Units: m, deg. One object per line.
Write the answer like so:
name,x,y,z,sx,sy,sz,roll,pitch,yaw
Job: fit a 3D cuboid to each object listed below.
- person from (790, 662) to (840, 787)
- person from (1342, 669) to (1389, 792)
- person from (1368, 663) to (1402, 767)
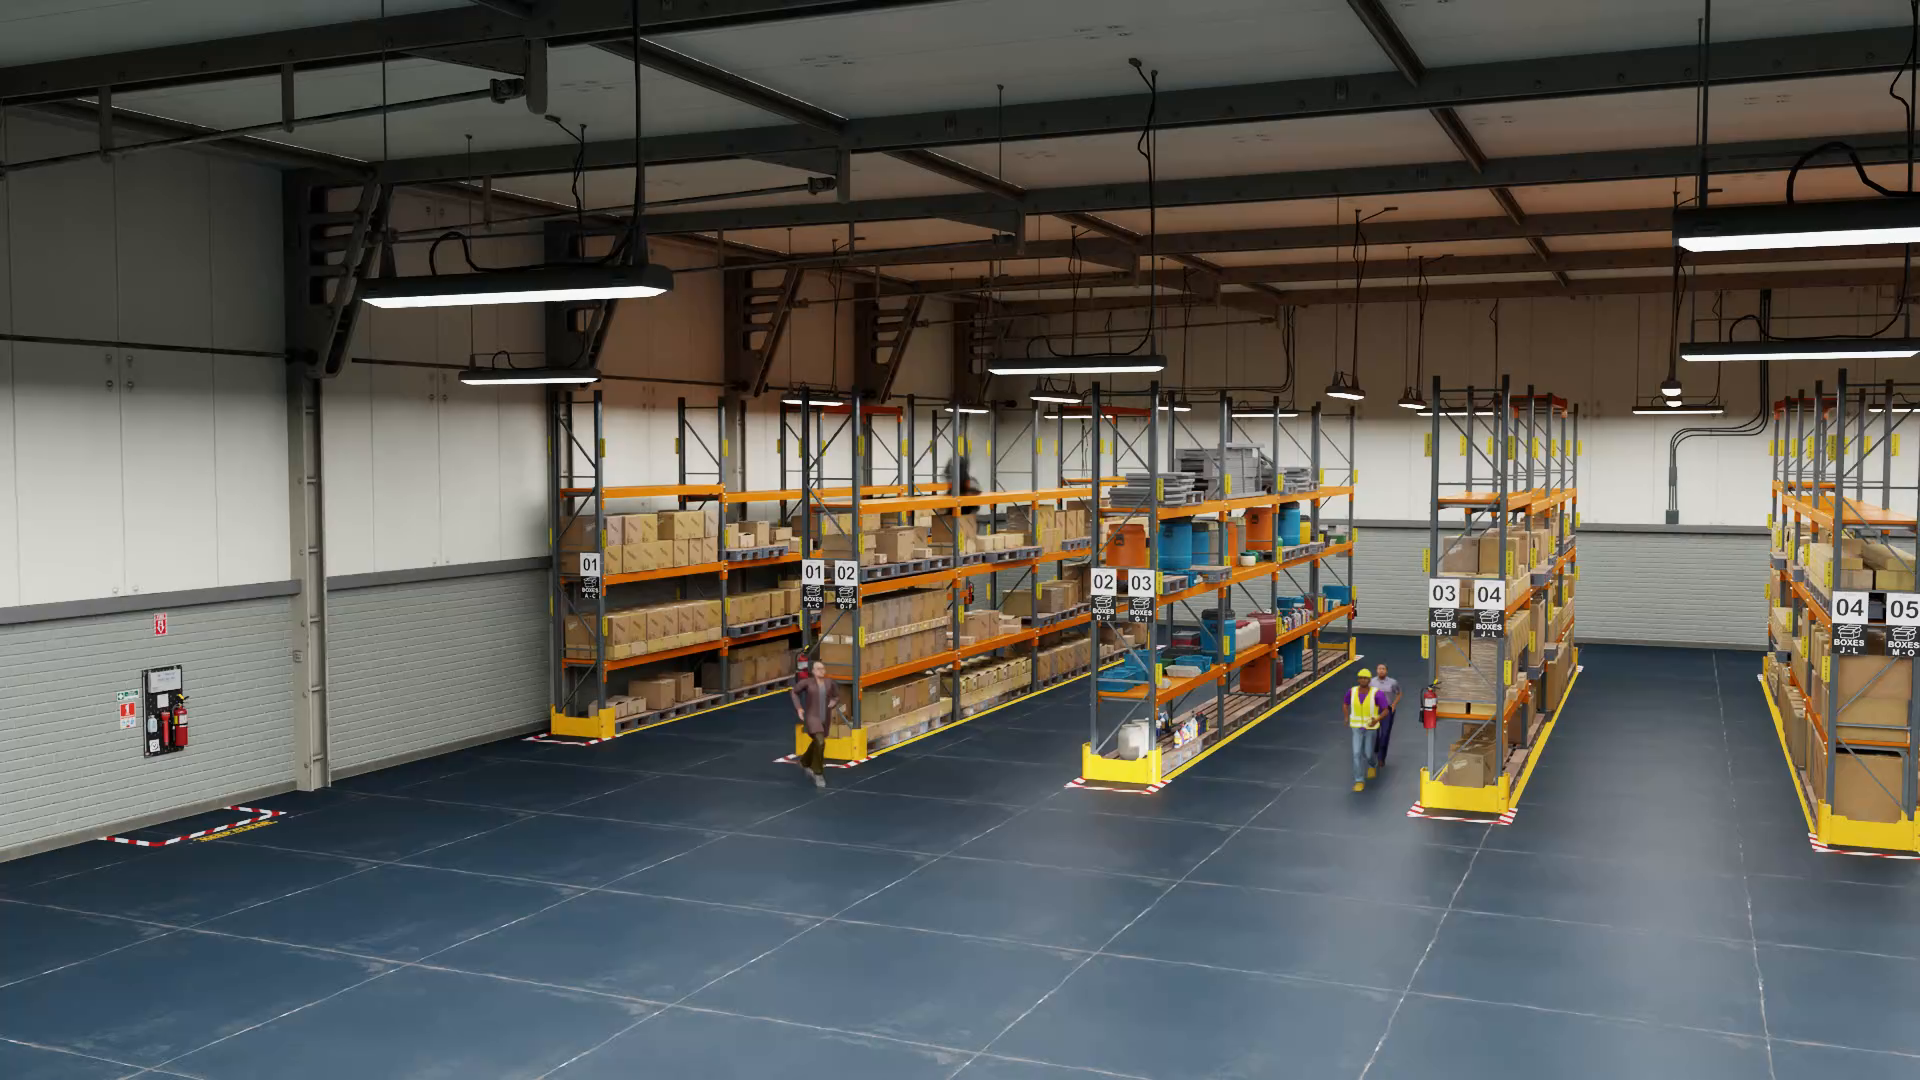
person,-2.148,2.739,24.989,0.700,1.839,0.870,-2,4,-38
person,5.967,2.771,24.526,0.708,1.762,0.857,1,3,24
person,6.705,2.750,26.414,0.609,1.615,0.663,1,3,18
